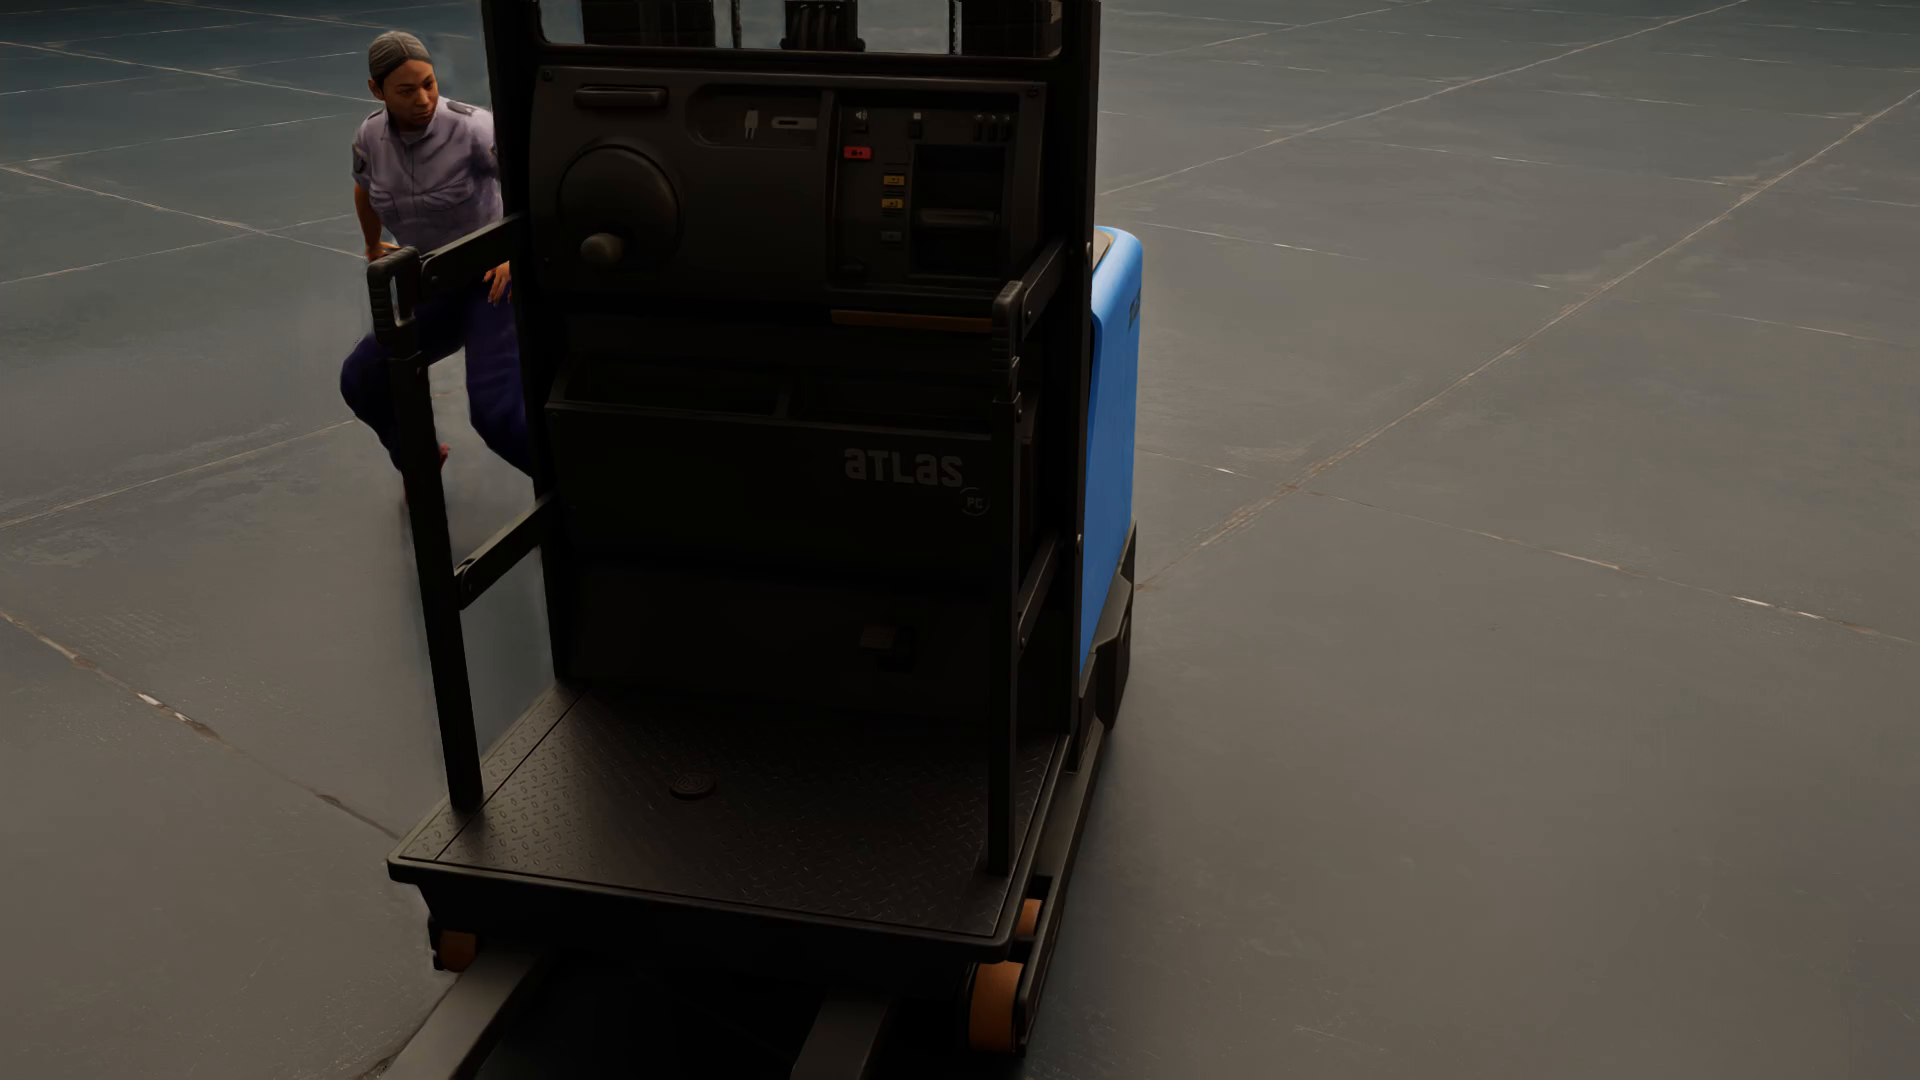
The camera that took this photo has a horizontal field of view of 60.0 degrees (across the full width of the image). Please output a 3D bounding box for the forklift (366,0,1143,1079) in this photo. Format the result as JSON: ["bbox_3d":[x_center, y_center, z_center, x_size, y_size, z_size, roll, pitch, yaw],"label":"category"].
[{"bbox_3d":[-0.357,-0.604,2.722,1.130,2.935,3.031,5,24,11],"label":"forklift"}]

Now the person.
[{"bbox_3d":[-1.503,-0.694,4.870,0.946,1.565,0.510,12,26,26],"label":"person"}]
